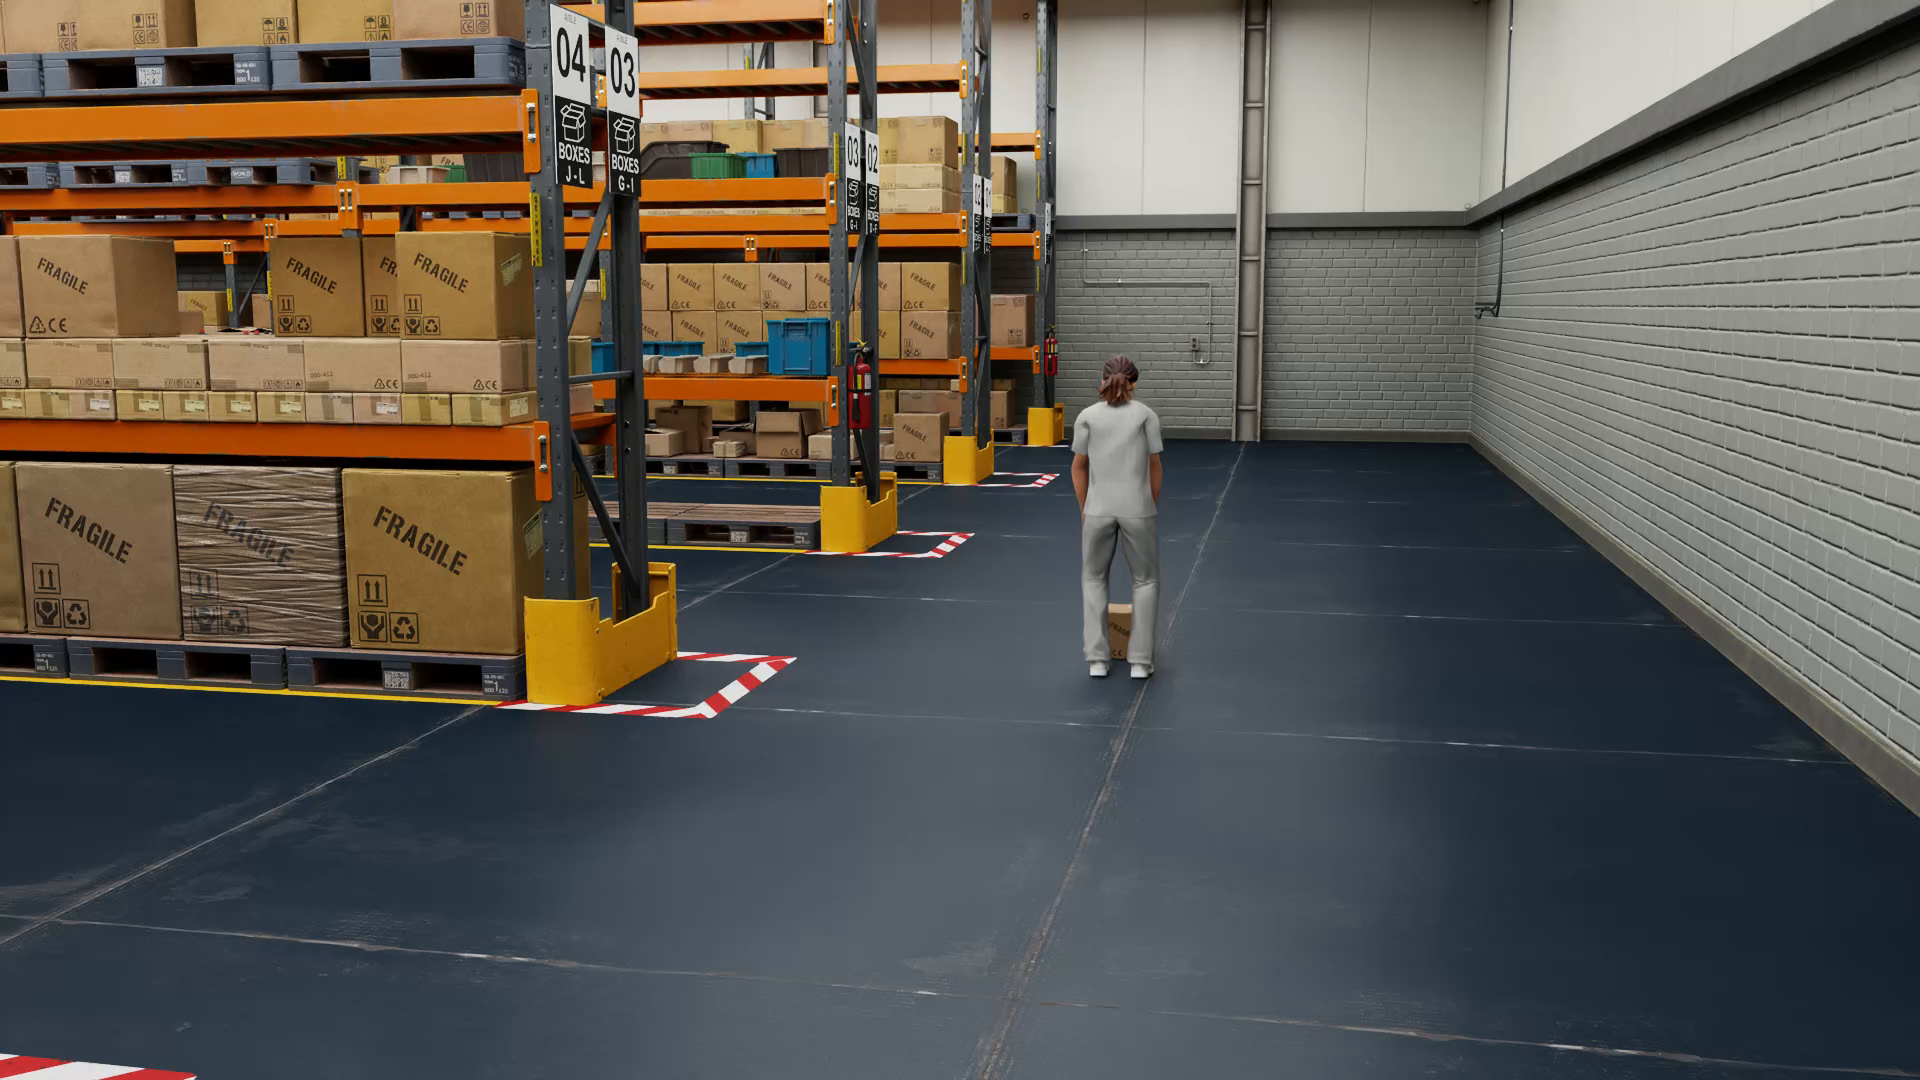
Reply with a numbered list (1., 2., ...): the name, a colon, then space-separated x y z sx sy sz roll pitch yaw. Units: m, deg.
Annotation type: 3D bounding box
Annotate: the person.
1. person: 0.789 -0.116 8.395 0.464 1.616 0.406 2 8 13
